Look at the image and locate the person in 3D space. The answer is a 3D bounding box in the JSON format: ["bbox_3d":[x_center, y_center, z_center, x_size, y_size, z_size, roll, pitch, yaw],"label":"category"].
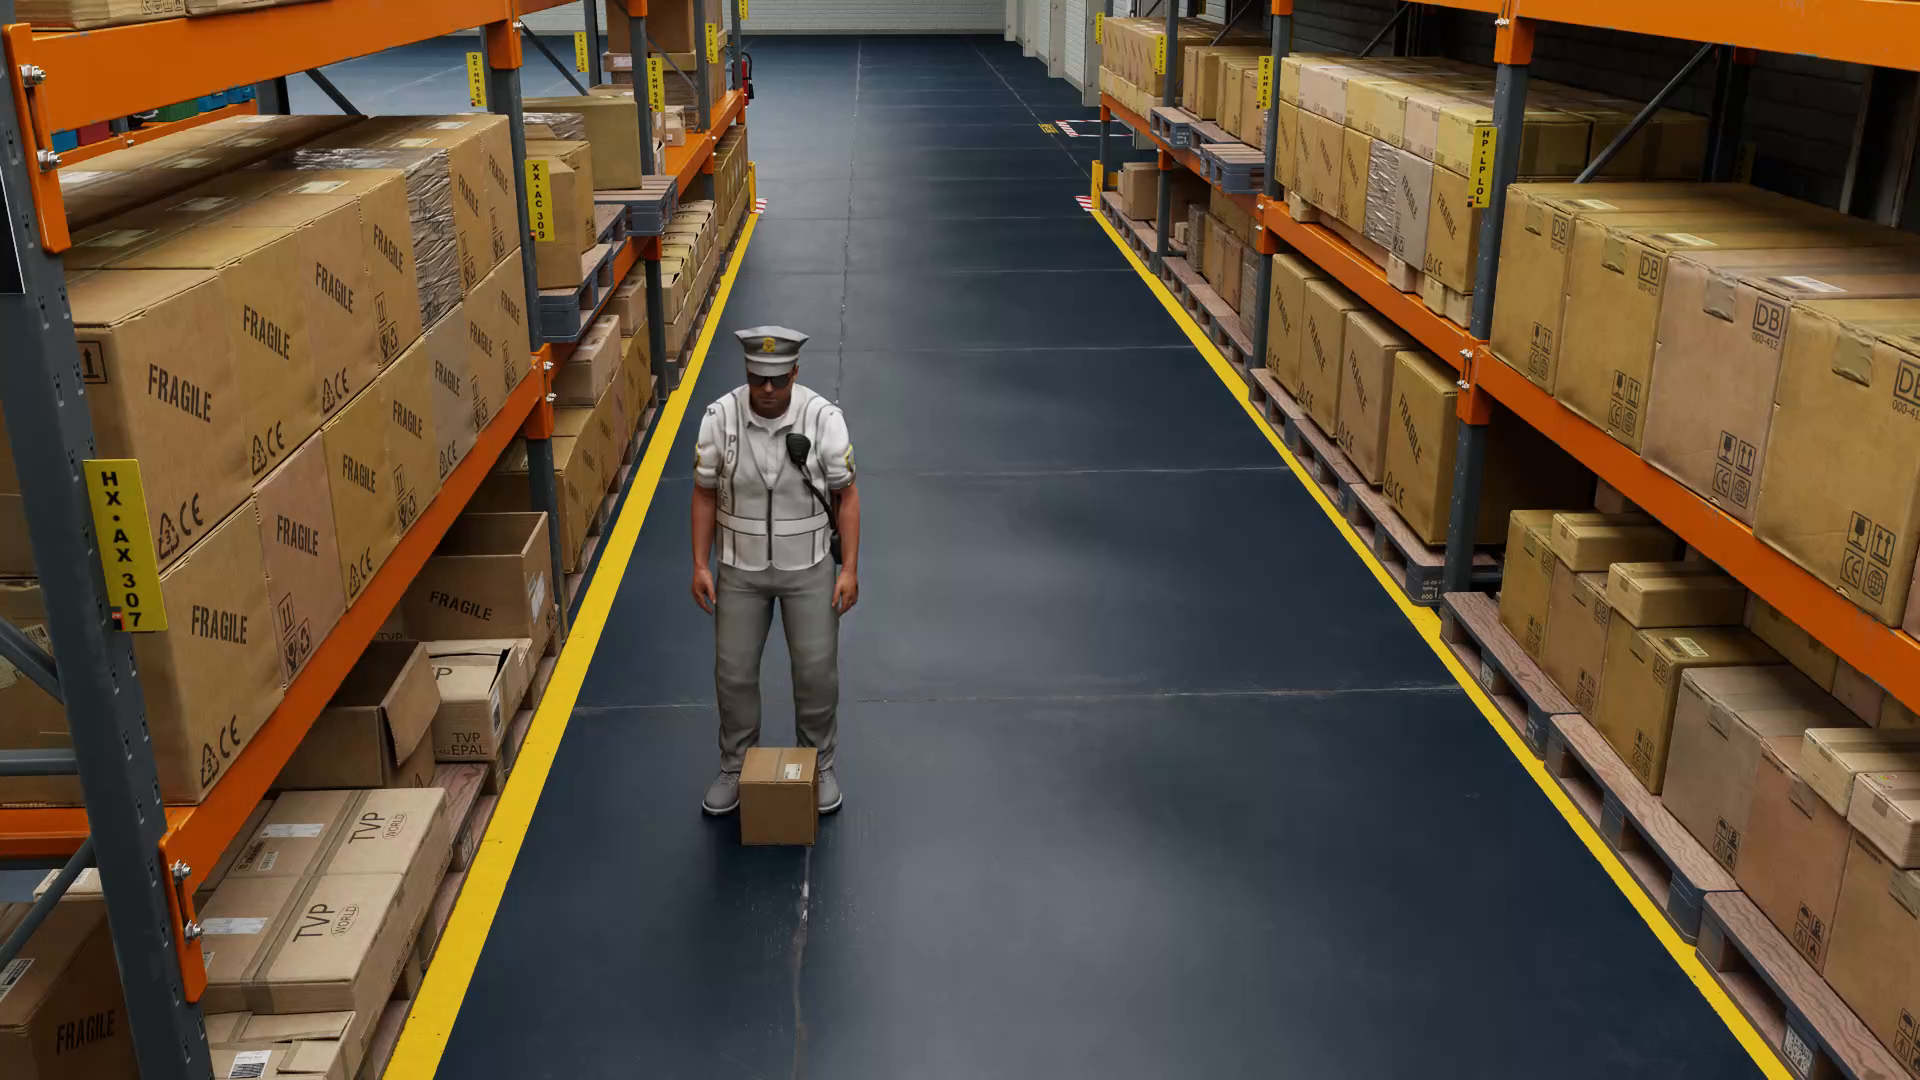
[{"bbox_3d":[-0.639,0.095,5.805,0.587,1.748,0.436,0,20,0],"label":"person"}]
